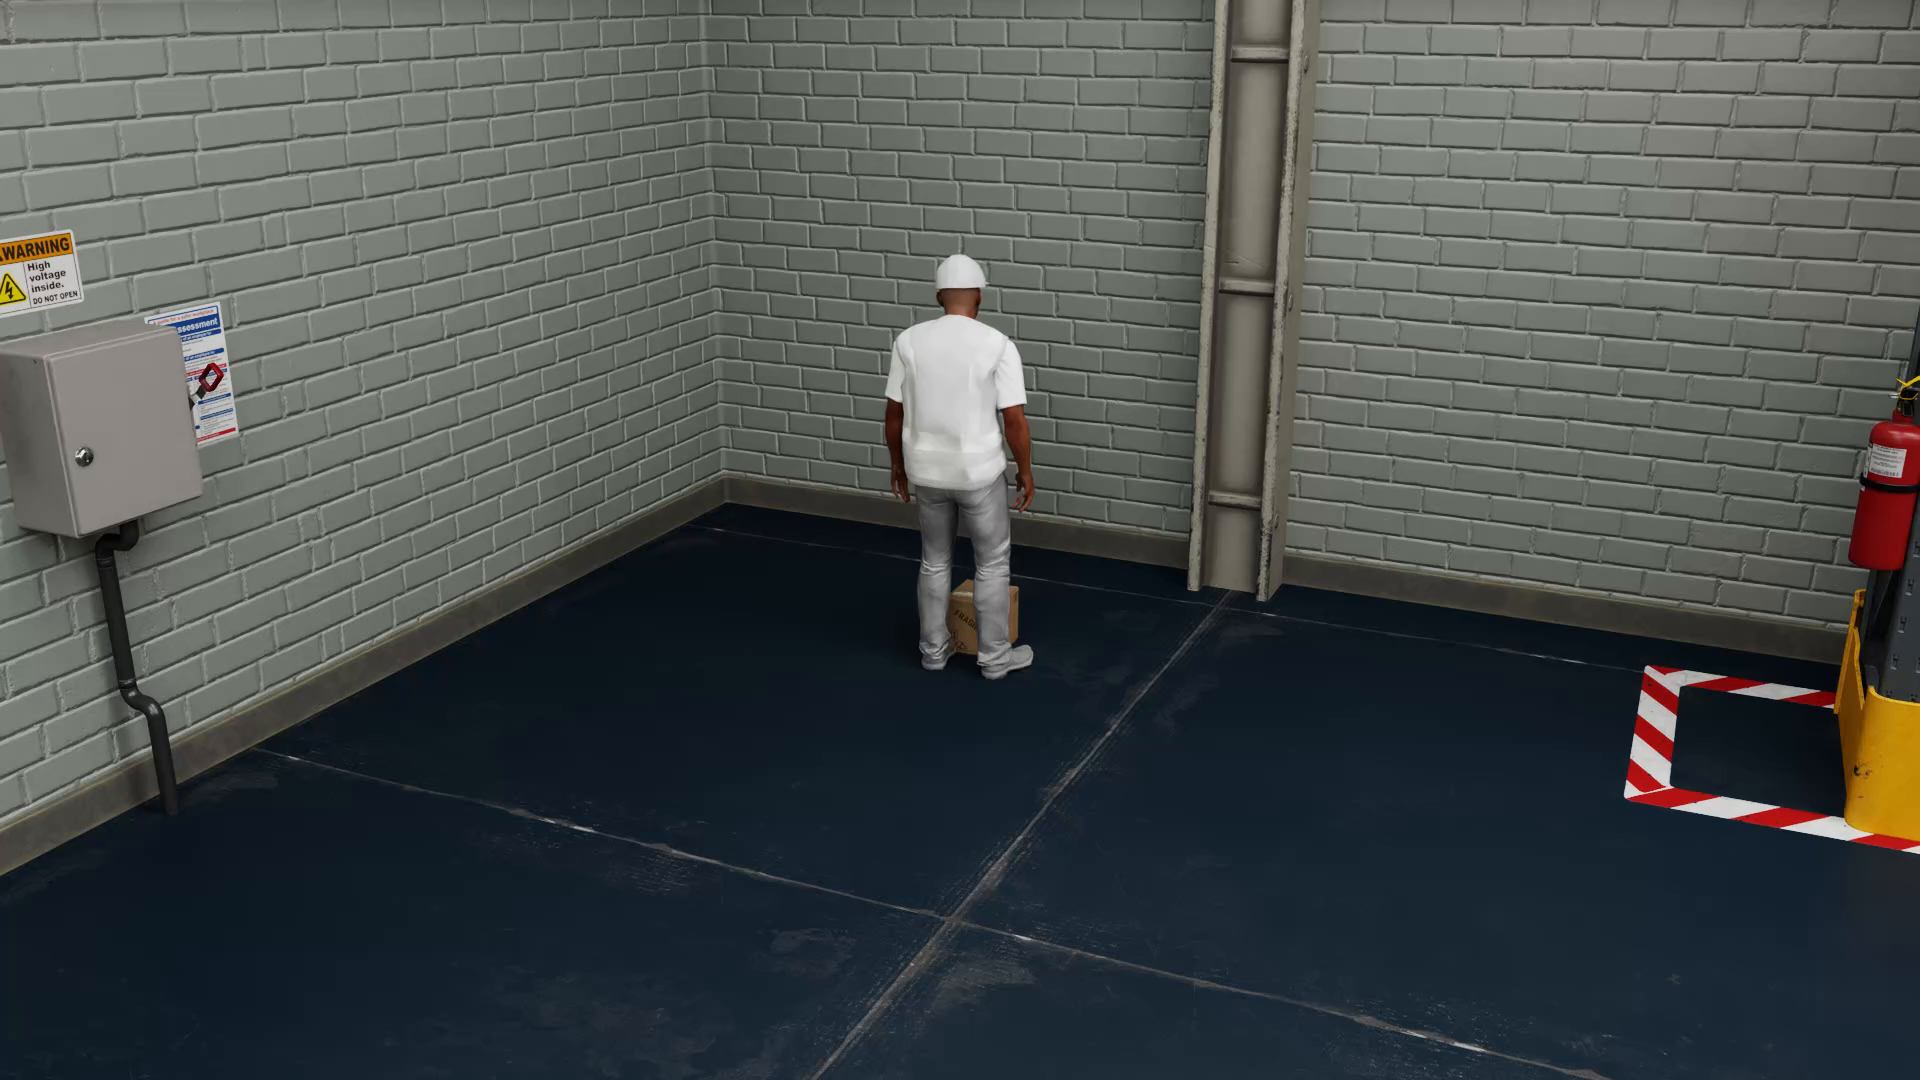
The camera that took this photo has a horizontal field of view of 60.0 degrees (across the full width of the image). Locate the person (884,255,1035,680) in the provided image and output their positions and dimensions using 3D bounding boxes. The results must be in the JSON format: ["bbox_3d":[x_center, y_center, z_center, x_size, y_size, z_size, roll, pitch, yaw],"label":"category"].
[{"bbox_3d":[0.003,-0.297,6.905,0.632,1.759,0.462,7,20,20],"label":"person"}]
